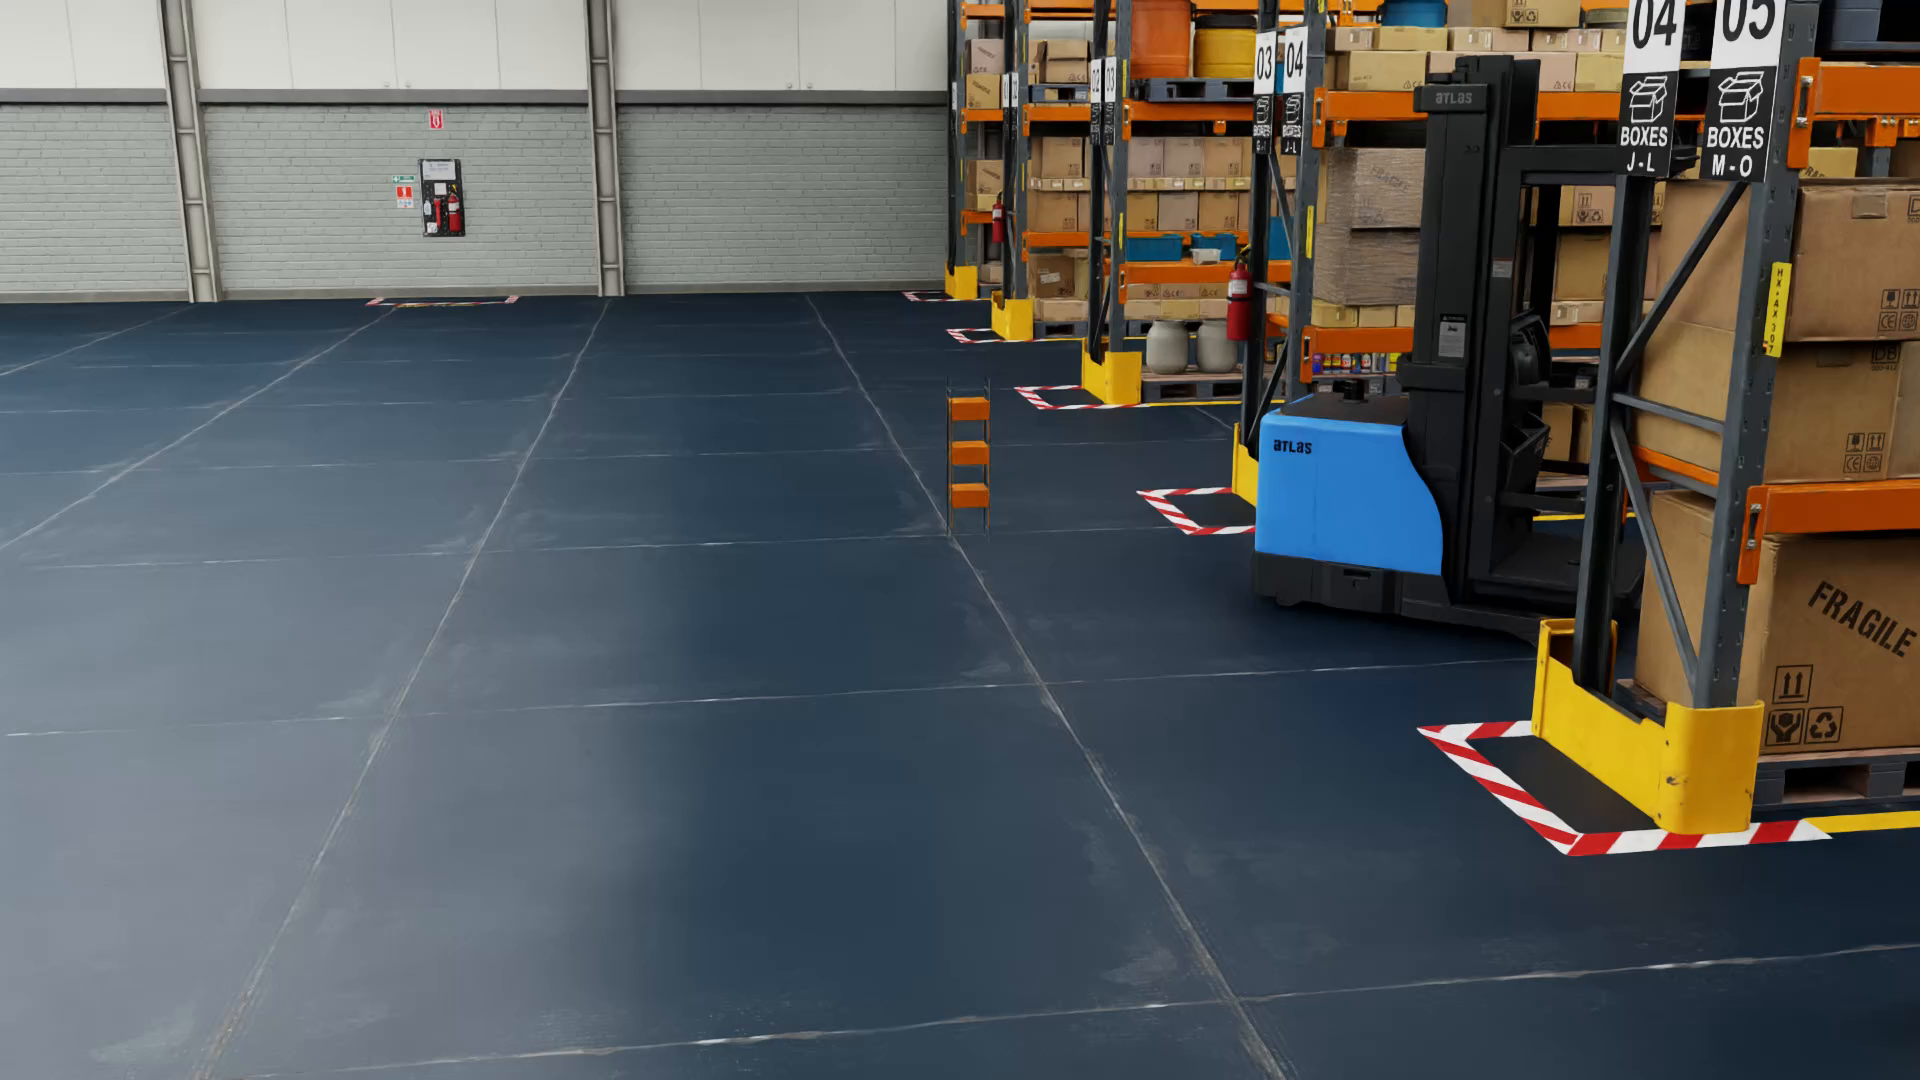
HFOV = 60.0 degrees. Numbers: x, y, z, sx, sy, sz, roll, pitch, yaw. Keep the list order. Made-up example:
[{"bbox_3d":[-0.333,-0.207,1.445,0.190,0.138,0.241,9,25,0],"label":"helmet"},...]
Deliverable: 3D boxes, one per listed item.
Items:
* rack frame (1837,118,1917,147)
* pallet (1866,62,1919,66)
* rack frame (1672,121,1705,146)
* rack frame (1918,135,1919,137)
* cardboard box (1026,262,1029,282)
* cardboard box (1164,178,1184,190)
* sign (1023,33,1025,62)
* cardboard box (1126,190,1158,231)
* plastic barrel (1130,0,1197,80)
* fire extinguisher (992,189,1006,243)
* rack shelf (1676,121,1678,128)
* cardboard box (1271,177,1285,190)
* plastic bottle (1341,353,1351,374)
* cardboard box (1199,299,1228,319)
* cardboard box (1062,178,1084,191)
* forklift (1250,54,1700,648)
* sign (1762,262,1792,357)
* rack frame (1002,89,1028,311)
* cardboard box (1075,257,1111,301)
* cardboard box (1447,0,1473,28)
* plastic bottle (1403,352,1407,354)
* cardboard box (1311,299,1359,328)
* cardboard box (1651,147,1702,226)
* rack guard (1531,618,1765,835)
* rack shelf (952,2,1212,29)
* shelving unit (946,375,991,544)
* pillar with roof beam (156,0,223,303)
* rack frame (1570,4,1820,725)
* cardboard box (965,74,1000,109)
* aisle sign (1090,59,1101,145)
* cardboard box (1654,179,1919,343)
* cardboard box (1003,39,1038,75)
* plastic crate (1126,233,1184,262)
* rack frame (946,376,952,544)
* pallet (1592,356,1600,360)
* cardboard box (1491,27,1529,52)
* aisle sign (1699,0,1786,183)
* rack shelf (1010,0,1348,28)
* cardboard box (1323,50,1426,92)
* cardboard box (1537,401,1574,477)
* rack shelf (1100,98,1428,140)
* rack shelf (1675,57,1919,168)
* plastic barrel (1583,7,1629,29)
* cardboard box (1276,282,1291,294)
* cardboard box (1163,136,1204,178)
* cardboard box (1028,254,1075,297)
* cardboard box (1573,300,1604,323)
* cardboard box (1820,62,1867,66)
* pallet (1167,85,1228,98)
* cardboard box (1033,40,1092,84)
[{"bbox_3d":[9.328,-3.164,17.171,0.127,3.000,1.000,-2,14,-8],"label":"rack frame"},{"bbox_3d":[6.737,-3.188,11.487,1.003,0.211,1.213,-2,14,-8],"label":"pallet"},{"bbox_3d":[11.807,-5.692,27.251,0.127,3.000,1.000,-2,14,-8],"label":"rack frame"},{"bbox_3d":[12.549,-4.500,22.500,0.127,3.000,1.000,-2,14,-8],"label":"rack frame"},{"bbox_3d":[1.203,-4.190,25.887,0.500,0.311,0.500,-1,14,-4],"label":"cardboard box"},{"bbox_3d":[2.623,-4.447,20.747,0.250,0.149,0.380,-2,14,-8],"label":"cardboard box"},{"bbox_3d":[0.760,-5.849,19.752,0.005,0.325,0.100,-2,14,-8],"label":"sign"},{"bbox_3d":[2.157,-4.165,20.956,0.500,0.500,0.700,-2,14,-8],"label":"cardboard box"},{"bbox_3d":[1.879,-4.789,15.739,0.708,0.830,0.600,-2,14,-8],"label":"plastic barrel"},{"bbox_3d":[0.497,-4.135,21.204,0.183,0.674,0.296,-2,14,-8],"label":"fire extinguisher"},{"bbox_3d":[13.785,-6.870,27.263,4.000,0.370,1.077,-2,14,-8],"label":"rack shelf"},{"bbox_3d":[3.898,-4.494,20.934,0.250,0.149,0.380,-3,14,-10],"label":"cardboard box"},{"bbox_3d":[3.792,-1.740,16.343,0.097,0.201,0.097,0,14,0],"label":"plastic bottle"},{"bbox_3d":[3.224,-2.974,21.202,0.500,0.250,0.500,-2,14,-8],"label":"cardboard box"},{"bbox_3d":[1.364,-4.401,20.566,0.250,0.149,0.380,-2,14,-10],"label":"cardboard box"},{"bbox_3d":[3.161,-0.987,8.633,3.031,2.935,1.130,8,16,28],"label":"forklift"},{"bbox_3d":[2.871,-0.810,5.844,0.005,0.325,0.100,-2,14,-8],"label":"sign"},{"bbox_3d":[0.683,-4.065,20.766,0.127,3.000,1.000,-2,14,-8],"label":"rack frame"},{"bbox_3d":[1.741,-3.284,20.897,0.500,0.500,0.500,-2,14,-8],"label":"cardboard box"},{"bbox_3d":[3.650,-3.690,11.257,0.500,0.500,0.500,-2,14,-8],"label":"cardboard box"},{"bbox_3d":[4.434,-1.799,16.409,0.133,0.283,0.061,-1,14,-5],"label":"plastic bottle"},{"bbox_3d":[2.472,-1.514,11.107,0.250,0.149,0.380,-2,14,-8],"label":"cardboard box"},{"bbox_3d":[4.718,-2.386,11.198,0.500,0.500,0.500,-2,14,-8],"label":"cardboard box"},{"bbox_3d":[2.770,0.728,6.793,0.348,0.500,1.175,-2,14,-8],"label":"rack guard"},{"bbox_3d":[1.919,-7.889,25.164,4.000,0.370,1.077,-2,14,-8],"label":"rack shelf"},{"bbox_3d":[0.053,-0.511,10.602,0.252,1.050,0.215,-2,14,-8],"label":"shelving unit"},{"bbox_3d":[-10.720,-6.930,19.855,0.400,9.000,9.100,-2,14,-8],"label":"pillar with roof beam"},{"bbox_3d":[2.794,-0.486,6.492,0.127,3.000,1.000,-2,14,-8],"label":"rack frame"},{"bbox_3d":[0.309,-6.722,24.946,0.500,0.500,0.500,-2,14,-7],"label":"cardboard box"},{"bbox_3d":[1.302,-4.204,15.973,0.004,0.787,0.394,-2,14,-8],"label":"aisle sign"},{"bbox_3d":[3.167,-1.086,6.359,0.550,0.550,0.875,-2,14,-8],"label":"cardboard box"},{"bbox_3d":[0.862,-7.217,24.863,0.500,0.500,0.500,-2,14,-9],"label":"cardboard box"},{"bbox_3d":[1.868,-2.892,16.392,0.616,0.251,0.499,-2,14,-8],"label":"plastic crate"},{"bbox_3d":[-0.068,-0.507,10.584,0.008,1.050,0.200,-2,14,-8],"label":"rack frame"},{"bbox_3d":[7.352,-1.749,17.262,1.213,0.211,1.003,-2,14,-8],"label":"pallet"},{"bbox_3d":[3.485,-3.238,10.789,0.250,0.149,0.380,-2,14,-8],"label":"cardboard box"},{"bbox_3d":[2.769,-1.672,5.878,0.004,0.787,0.394,-2,14,-8],"label":"aisle sign"},{"bbox_3d":[2.661,-6.505,20.462,4.000,0.370,1.077,-2,14,-8],"label":"rack shelf"},{"bbox_3d":[2.670,-3.020,10.739,0.500,0.250,0.500,-2,14,-7],"label":"cardboard box"},{"bbox_3d":[3.983,-0.740,11.783,0.500,0.500,0.500,-1,14,-3],"label":"cardboard box"},{"bbox_3d":[3.395,-4.052,16.026,4.000,0.370,1.077,-2,14,-8],"label":"rack shelf"},{"bbox_3d":[4.772,-1.664,6.504,4.000,0.370,1.077,-2,14,-8],"label":"rack shelf"},{"bbox_3d":[6.490,-4.811,16.543,0.600,0.901,0.600,0,14,0],"label":"plastic barrel"},{"bbox_3d":[4.133,-3.503,21.770,0.500,0.500,0.500,-2,14,-8],"label":"cardboard box"},{"bbox_3d":[2.712,-4.816,20.886,0.500,0.500,0.700,-2,14,-8],"label":"cardboard box"},{"bbox_3d":[1.169,-3.390,21.321,0.500,0.500,0.500,-2,14,-8],"label":"cardboard box"},{"bbox_3d":[4.198,-1.586,11.394,0.250,0.149,0.380,-2,14,-8],"label":"cardboard box"},{"bbox_3d":[5.699,-3.130,11.179,0.500,0.250,0.500,-2,14,-6],"label":"cardboard box"},{"bbox_3d":[2.595,-5.542,20.669,1.213,0.211,1.003,-2,14,-8],"label":"pallet"},{"bbox_3d":[1.252,-5.862,20.400,0.637,0.503,0.797,-1,14,-4],"label":"cardboard box"}]
